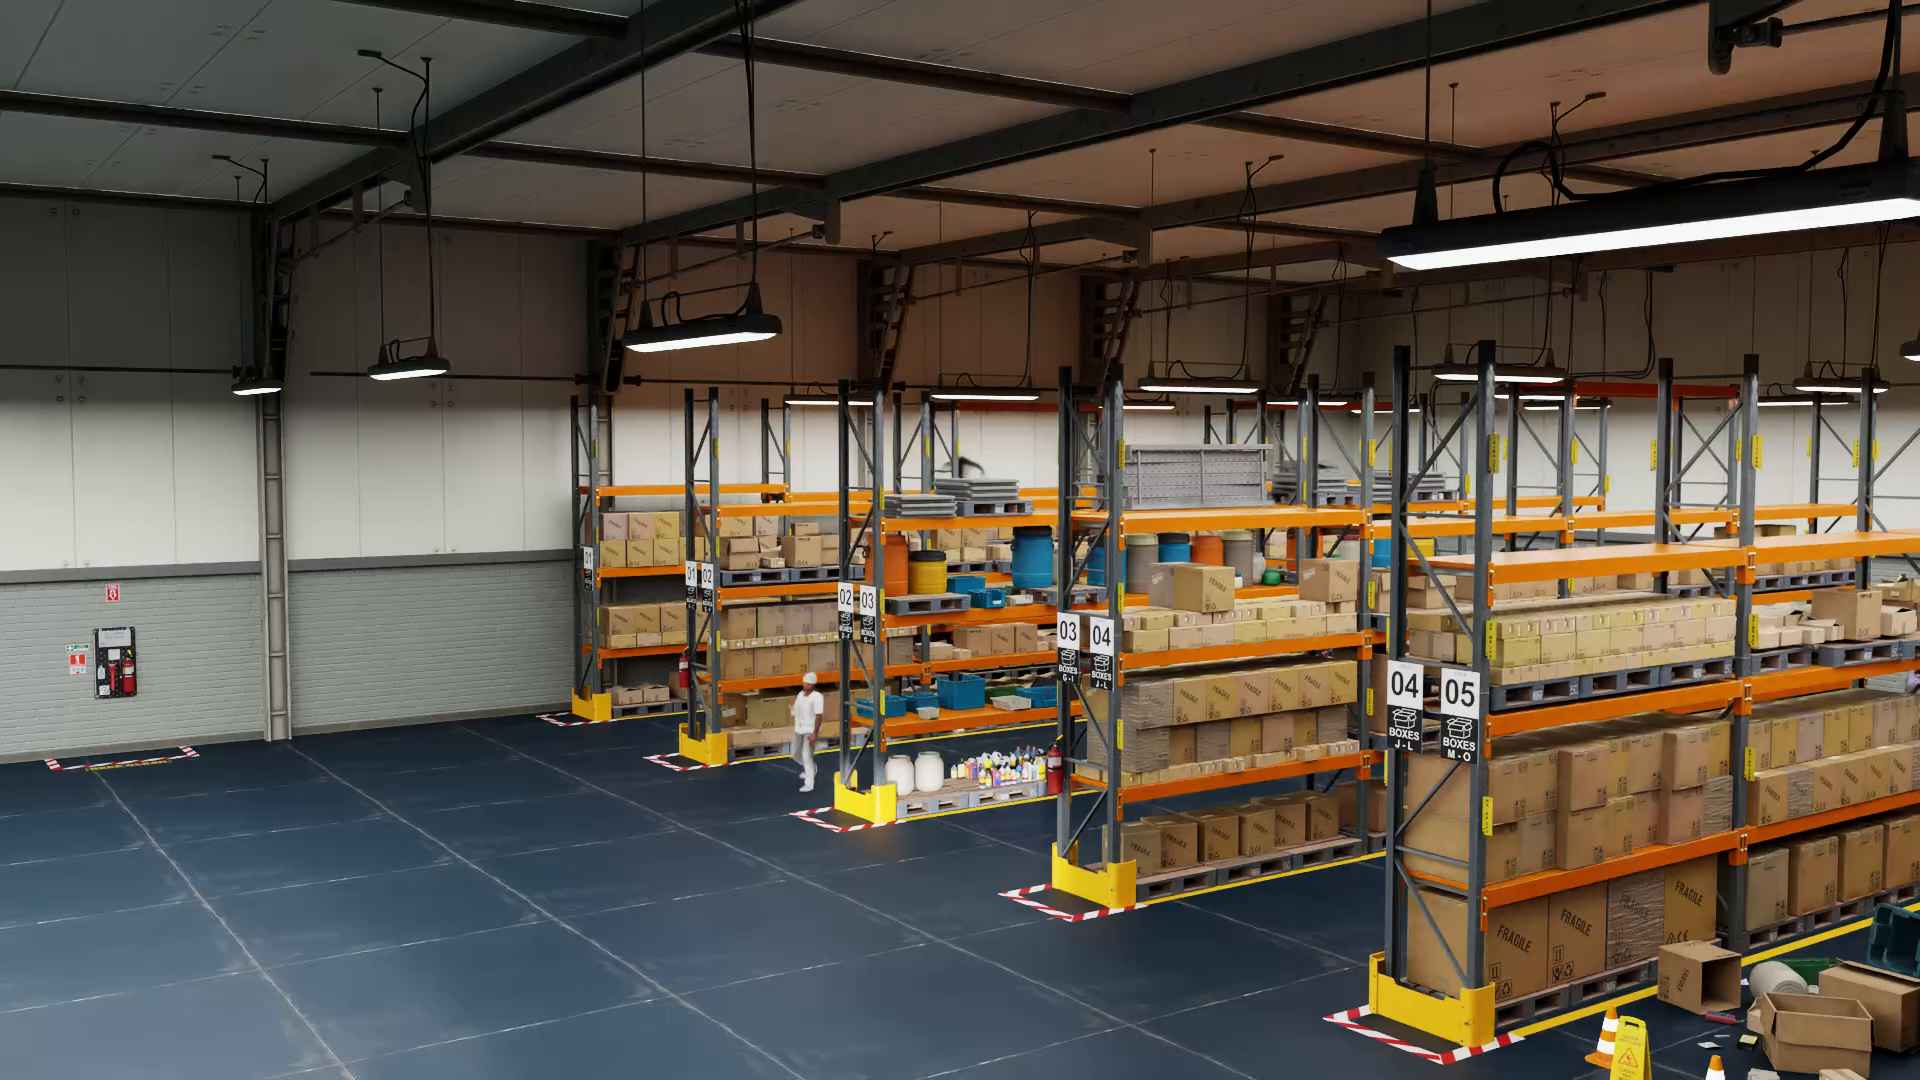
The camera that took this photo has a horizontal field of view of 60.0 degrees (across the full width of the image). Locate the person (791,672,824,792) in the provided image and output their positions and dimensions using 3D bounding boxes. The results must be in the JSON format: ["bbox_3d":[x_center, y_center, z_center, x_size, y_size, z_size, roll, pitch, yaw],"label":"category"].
[{"bbox_3d":[-2.220,2.805,24.530,0.720,1.739,0.598,3,5,41],"label":"person"}]

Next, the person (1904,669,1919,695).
[{"bbox_3d":[15.728,2.735,27.133,0.698,1.628,0.619,-3,4,-37],"label":"person"}]

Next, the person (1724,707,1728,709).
[{"bbox_3d":[10.595,3.033,22.823,0.601,1.516,0.641,-1,3,-11],"label":"person"}]
